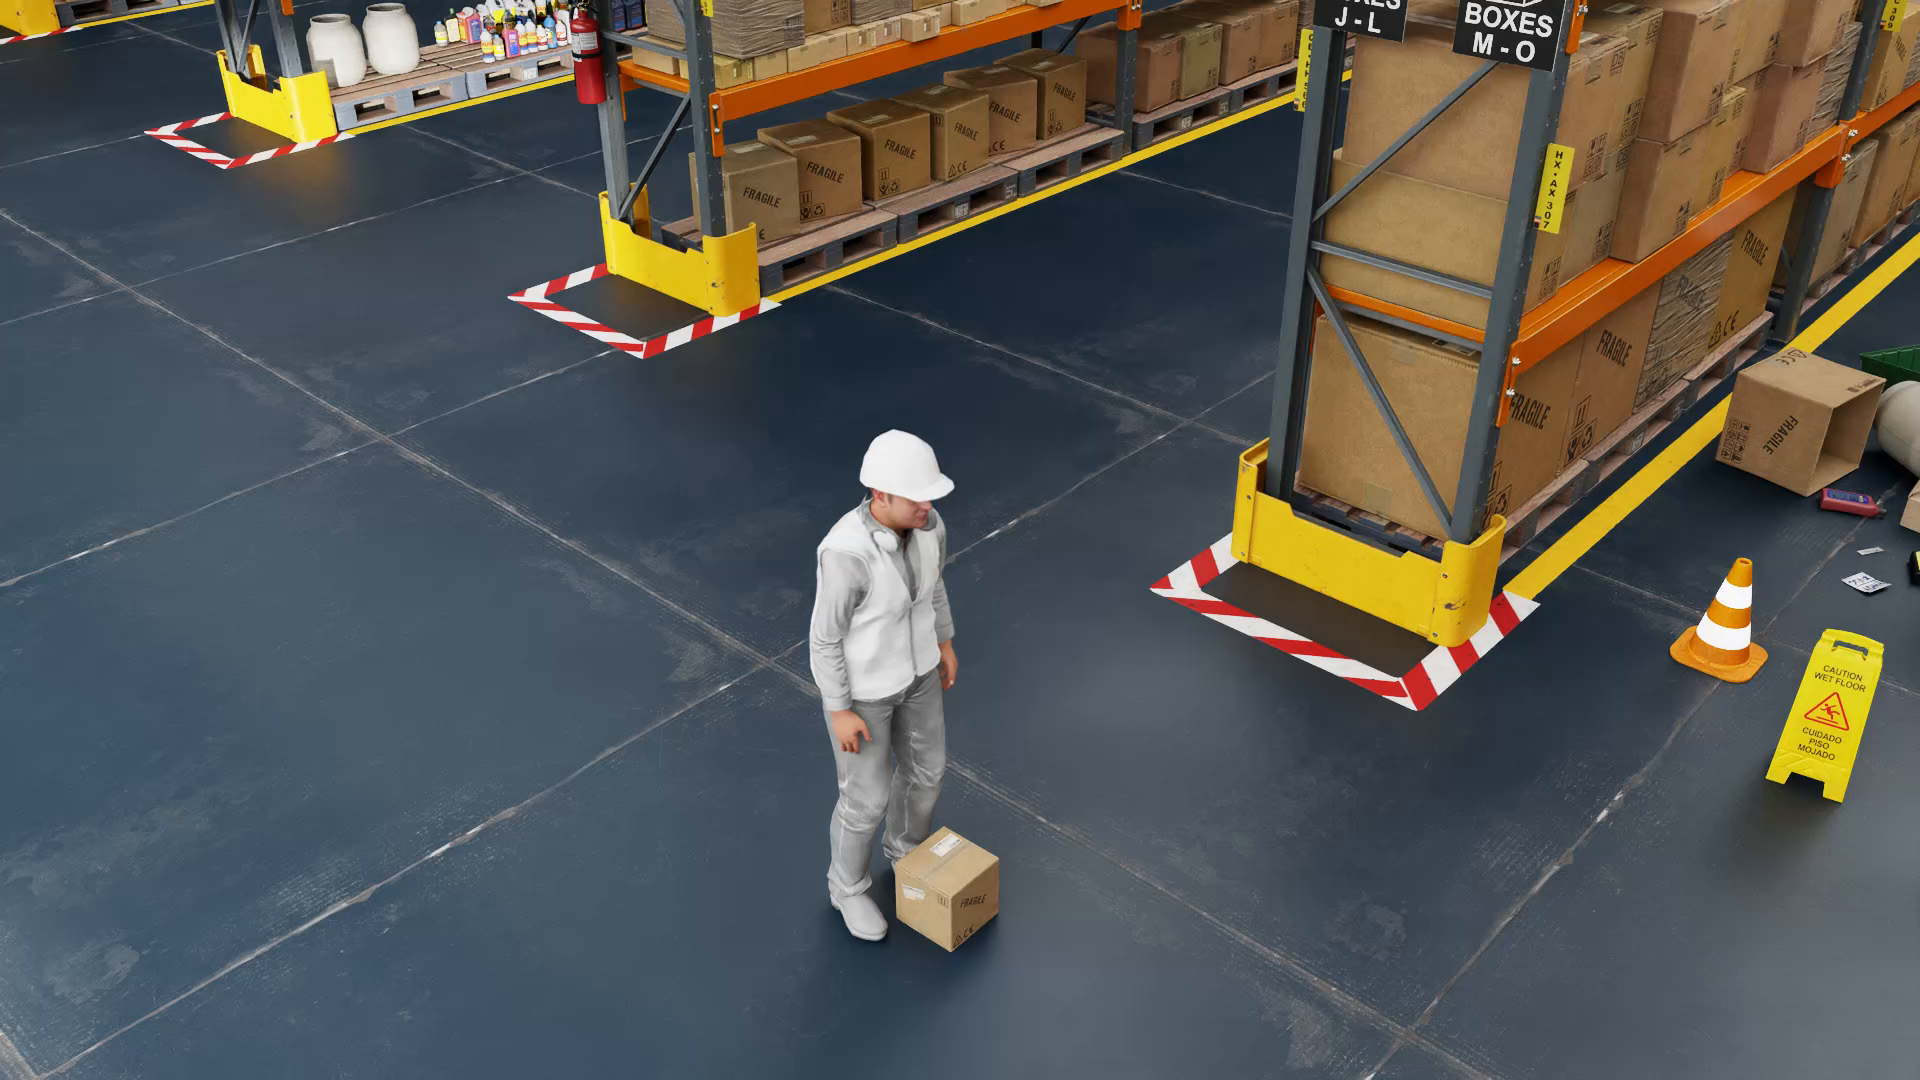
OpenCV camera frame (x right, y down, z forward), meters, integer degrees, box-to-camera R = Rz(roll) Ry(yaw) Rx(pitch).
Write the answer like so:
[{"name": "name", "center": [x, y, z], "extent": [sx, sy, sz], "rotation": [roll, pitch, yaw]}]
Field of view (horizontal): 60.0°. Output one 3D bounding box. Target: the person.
[{"name": "person", "center": [-0.231, 0.439, 5.380], "extent": [0.465, 1.772, 0.589], "rotation": [24, 38, 34]}]
